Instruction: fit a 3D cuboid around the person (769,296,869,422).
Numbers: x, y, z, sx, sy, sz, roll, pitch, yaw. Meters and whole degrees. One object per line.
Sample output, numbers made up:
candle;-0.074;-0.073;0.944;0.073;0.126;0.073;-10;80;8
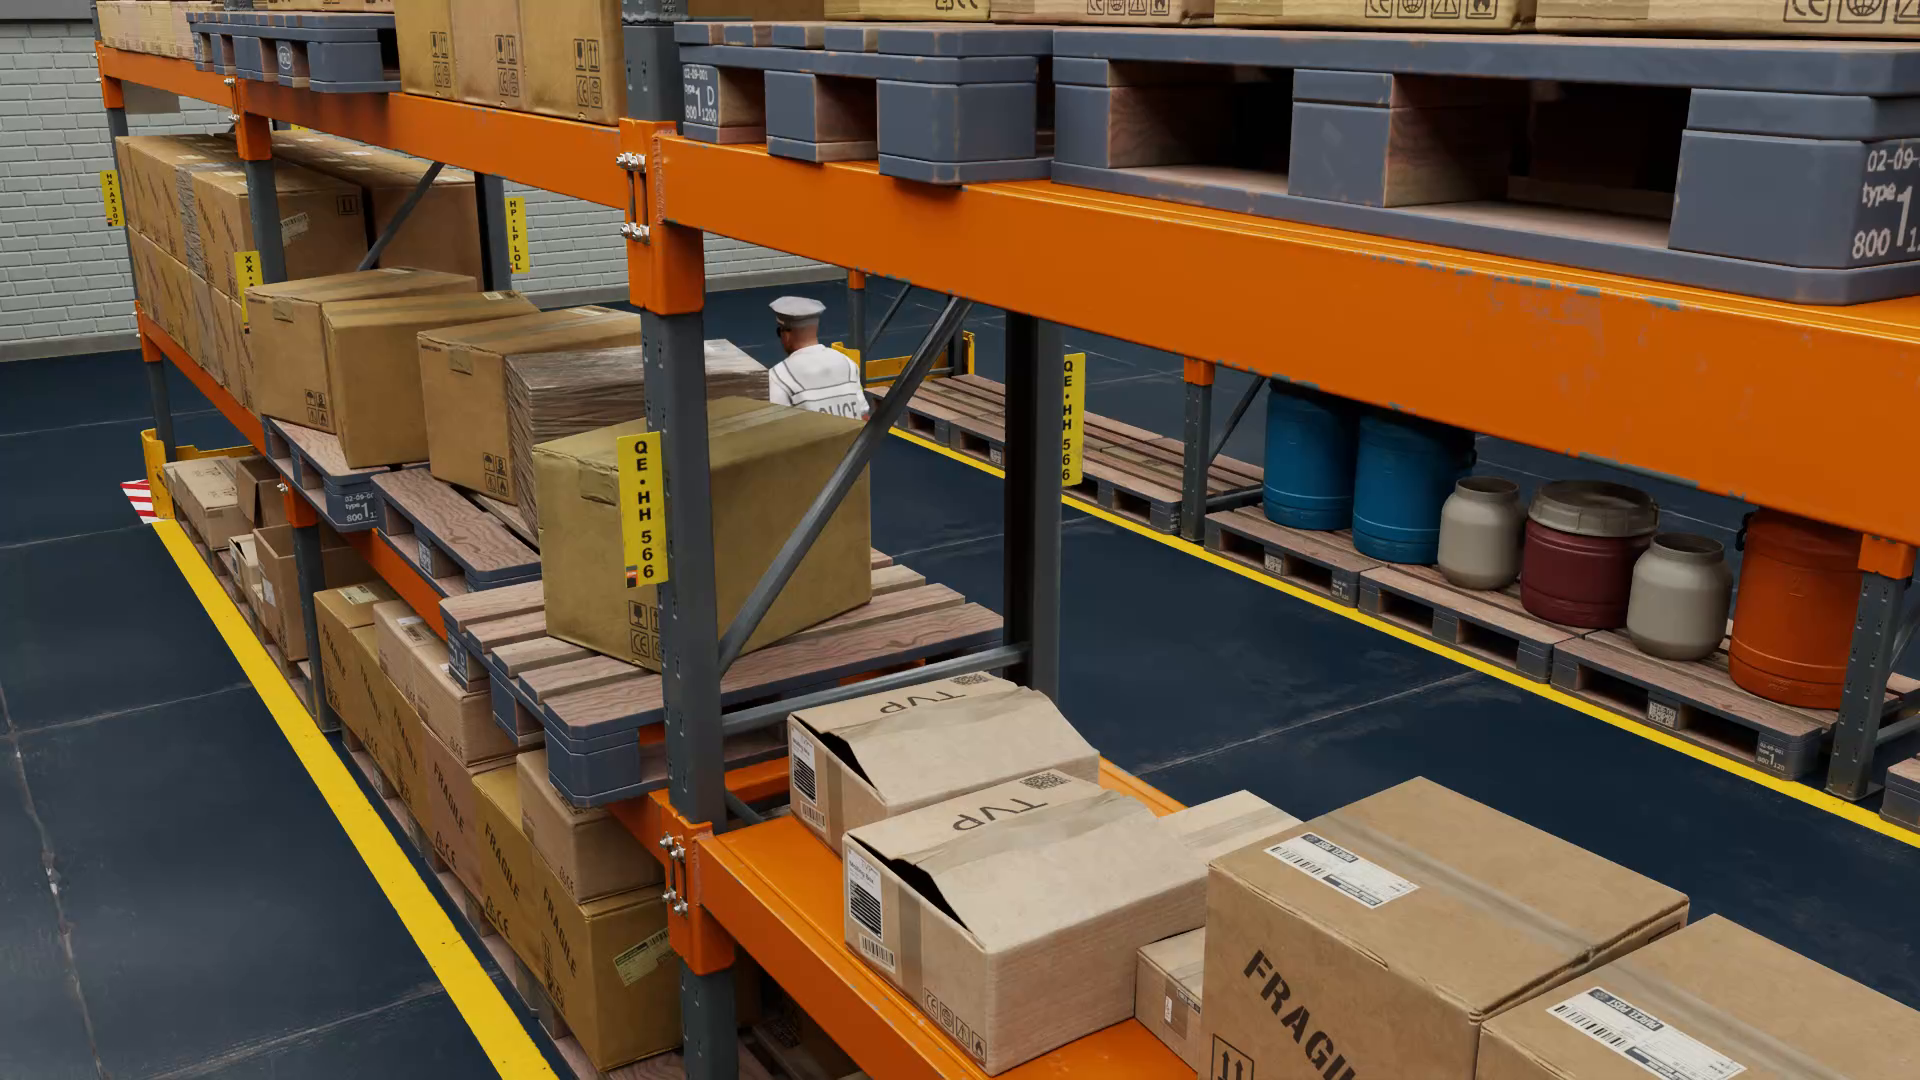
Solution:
person;-0.669;-0.255;7.828;0.606;1.748;0.435;-13;22;-35
